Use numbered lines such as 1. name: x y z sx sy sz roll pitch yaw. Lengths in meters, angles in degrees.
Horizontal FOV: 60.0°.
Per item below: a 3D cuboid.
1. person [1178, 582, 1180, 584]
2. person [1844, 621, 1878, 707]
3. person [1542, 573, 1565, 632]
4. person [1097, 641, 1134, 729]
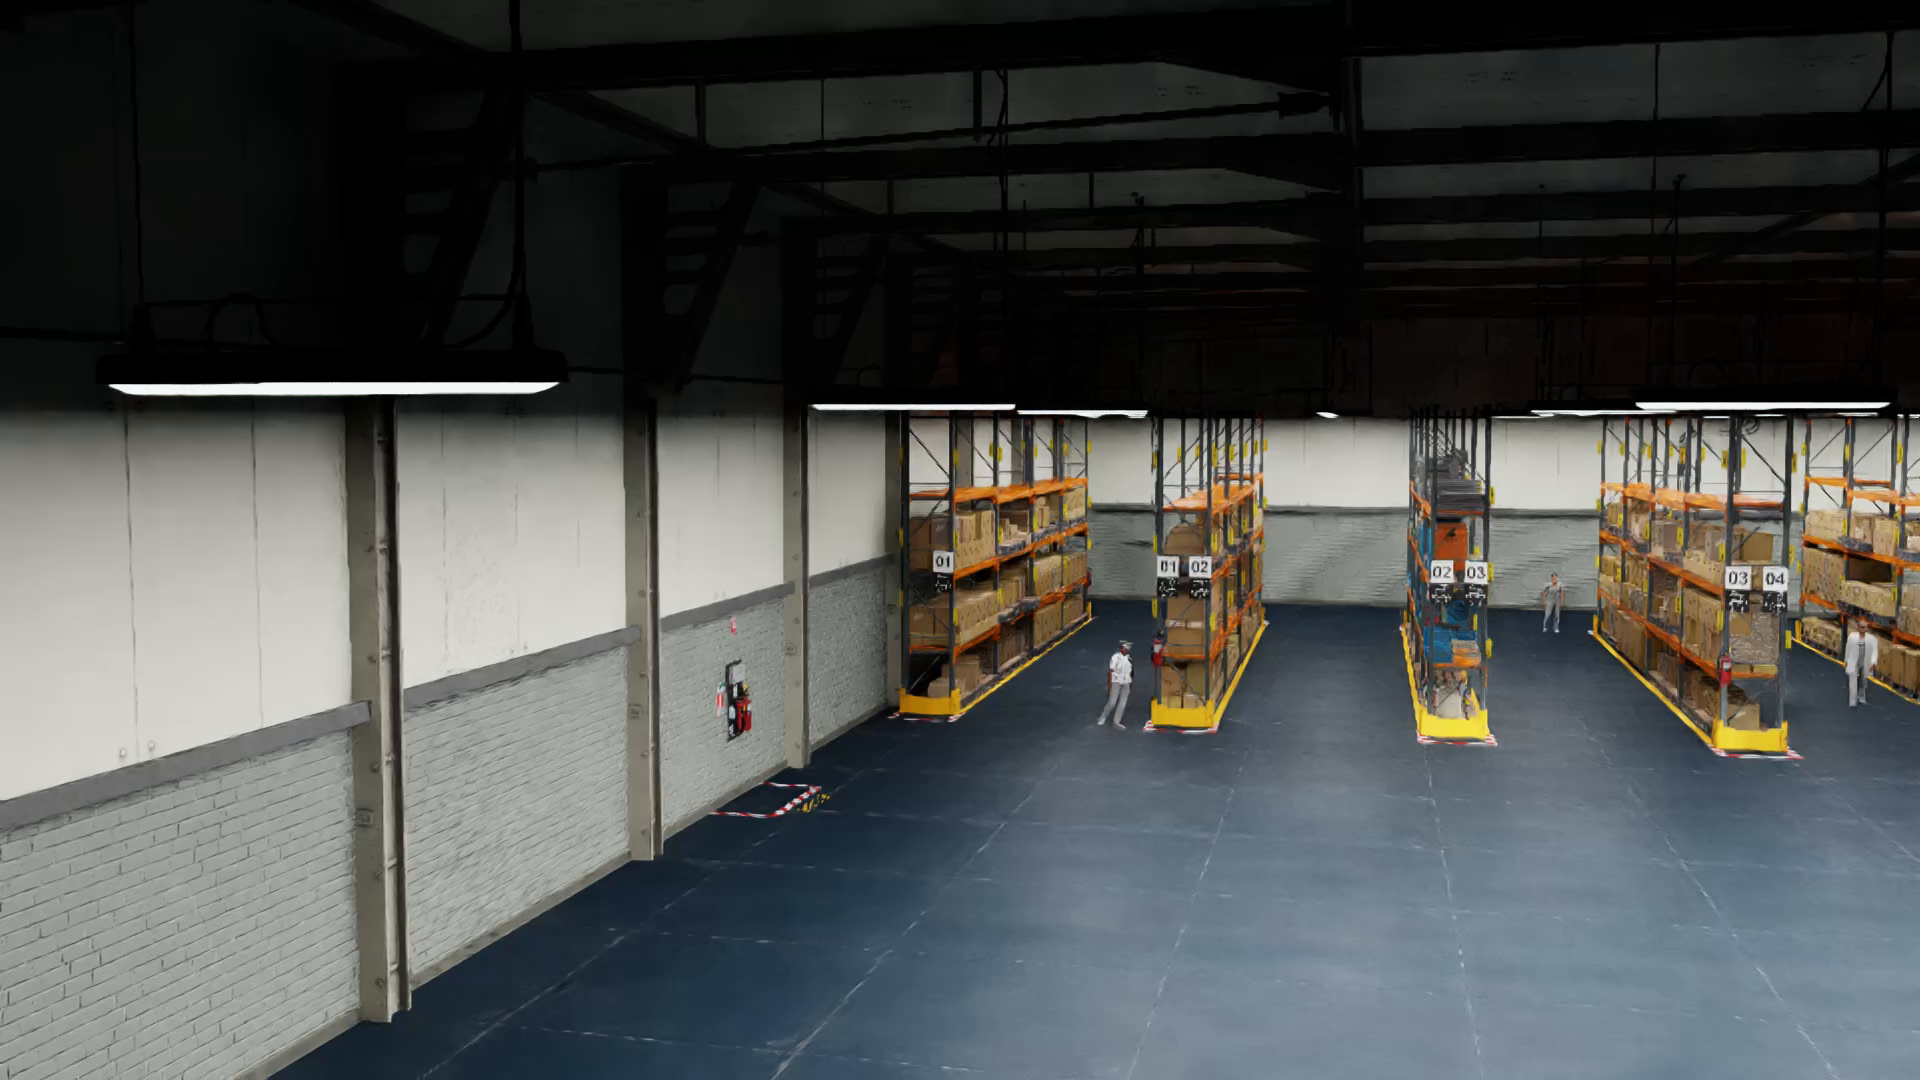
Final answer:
1. person: 6.011 1.536 46.453 0.363 1.682 0.582 -1 4 -7
2. person: 18.024 2.464 33.247 0.571 1.716 1.103 2 4 22
3. person: 16.069 1.690 45.060 0.580 1.618 0.507 1 4 12
4. person: 2.897 2.686 30.982 0.649 1.648 0.502 -2 4 -24
